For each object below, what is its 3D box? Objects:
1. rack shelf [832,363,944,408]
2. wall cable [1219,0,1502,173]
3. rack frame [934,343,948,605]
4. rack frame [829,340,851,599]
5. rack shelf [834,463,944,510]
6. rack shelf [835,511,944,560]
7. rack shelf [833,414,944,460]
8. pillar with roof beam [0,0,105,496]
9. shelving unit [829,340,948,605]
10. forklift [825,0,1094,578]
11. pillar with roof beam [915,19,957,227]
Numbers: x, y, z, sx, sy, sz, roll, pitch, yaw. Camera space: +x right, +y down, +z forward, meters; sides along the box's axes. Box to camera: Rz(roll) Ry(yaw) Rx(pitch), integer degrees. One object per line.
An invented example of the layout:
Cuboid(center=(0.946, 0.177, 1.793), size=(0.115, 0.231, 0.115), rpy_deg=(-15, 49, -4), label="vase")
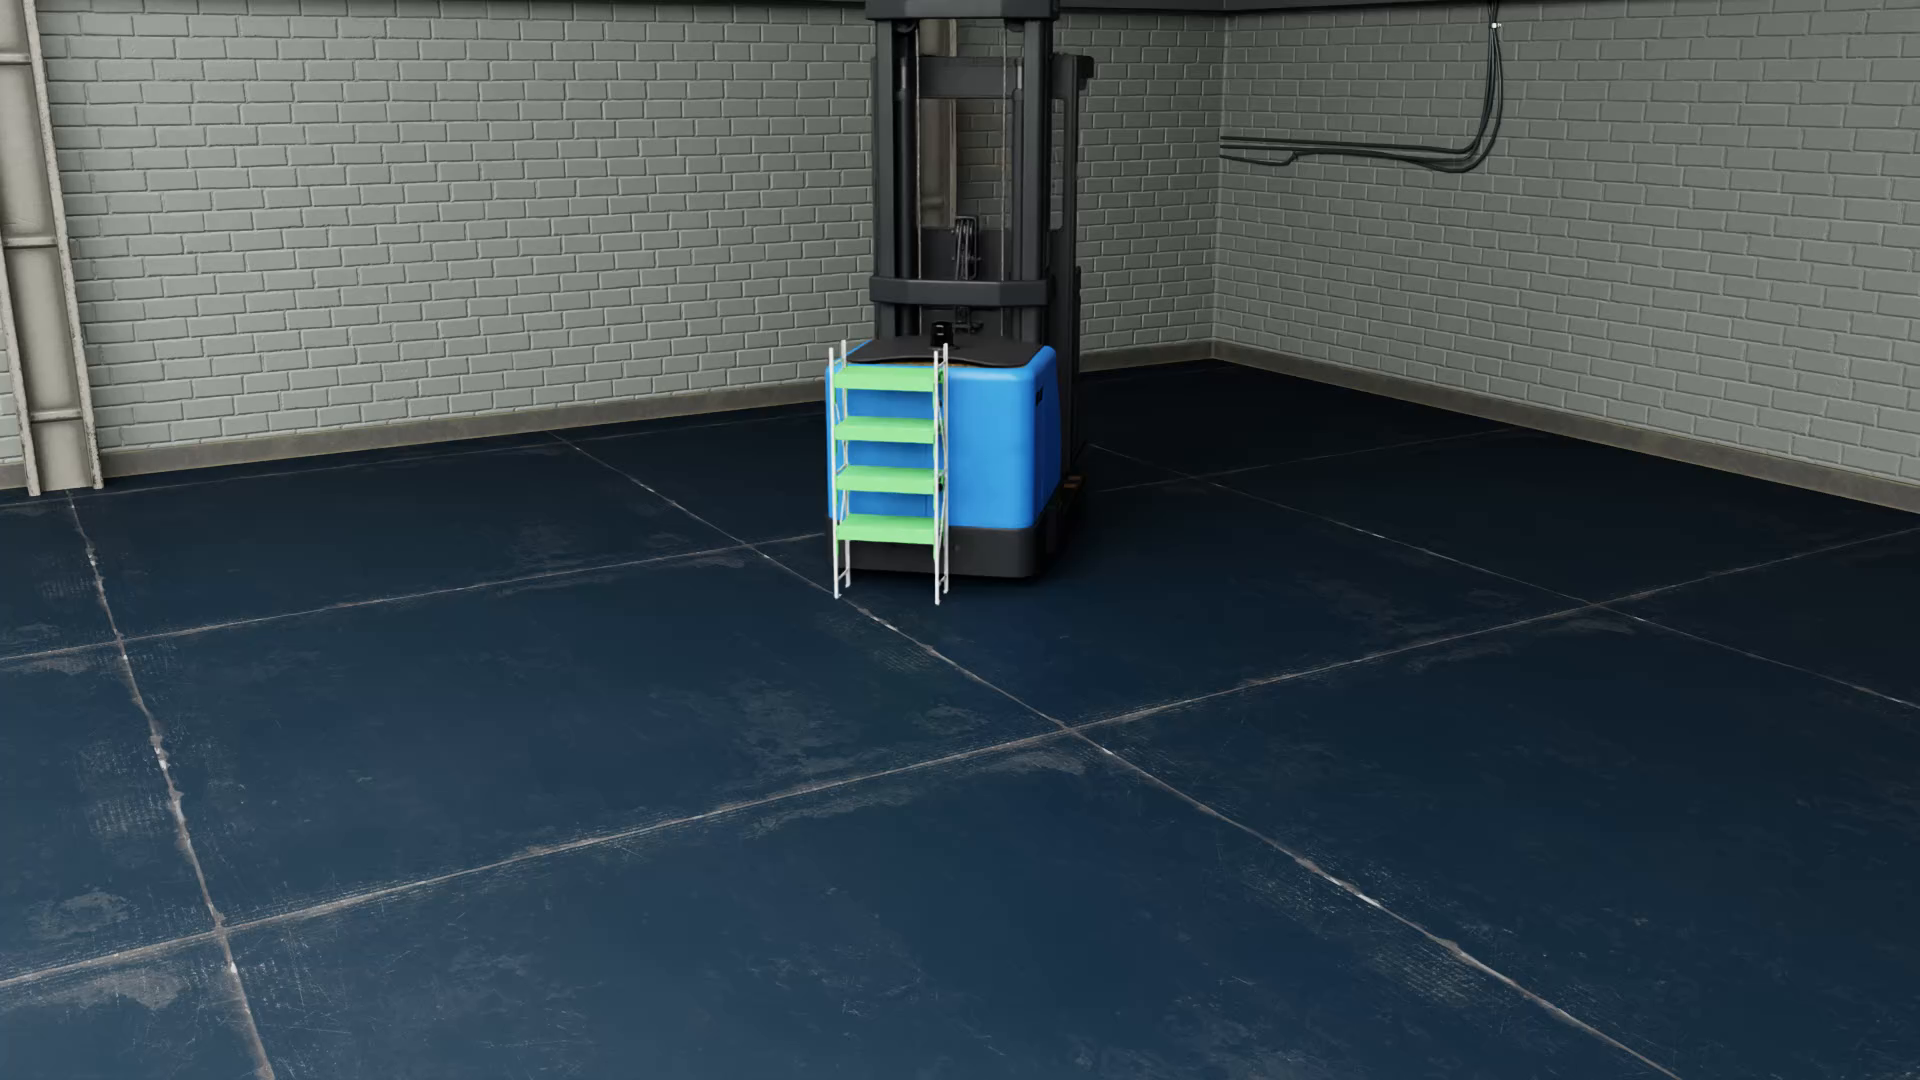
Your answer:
Cuboid(center=(-0.326, -0.716, 7.700), size=(0.480, 0.148, 0.258), rpy_deg=(3, 16, 11), label="rack shelf")
Cuboid(center=(2.939, -4.098, 12.610), size=(0.112, 2.526, 3.097), rpy_deg=(-9, 18, -30), label="wall cable")
Cuboid(center=(-0.087, -0.303, 7.768), size=(0.015, 1.200, 0.240), rpy_deg=(3, 16, 11), label="rack frame")
Cuboid(center=(-0.566, -0.328, 7.857), size=(0.015, 1.200, 0.240), rpy_deg=(3, 16, 11), label="rack frame")
Cuboid(center=(-0.326, -0.254, 7.830), size=(0.480, 0.148, 0.258), rpy_deg=(3, 16, 11), label="rack shelf")
Cuboid(center=(-0.326, -0.023, 7.895), size=(0.480, 0.148, 0.258), rpy_deg=(3, 16, 11), label="rack shelf")
Cuboid(center=(-0.326, -0.485, 7.765), size=(0.480, 0.148, 0.258), rpy_deg=(3, 16, 11), label="rack shelf")
Cuboid(center=(-3.193, -3.660, 5.293), size=(0.400, 9.000, 9.100), rpy_deg=(-9, 18, -30), label="pillar with roof beam")
Cuboid(center=(-0.326, -0.316, 7.813), size=(0.503, 1.200, 0.258), rpy_deg=(3, 16, 11), label="shelving unit")
Cuboid(center=(0.123, -1.583, 9.126), size=(1.130, 2.935, 3.031), rpy_deg=(3, 16, 11), label="forklift")
Cuboid(center=(1.950, -4.494, 8.269), size=(0.400, 9.000, 9.100), rpy_deg=(-9, 18, -30), label="pillar with roof beam")
